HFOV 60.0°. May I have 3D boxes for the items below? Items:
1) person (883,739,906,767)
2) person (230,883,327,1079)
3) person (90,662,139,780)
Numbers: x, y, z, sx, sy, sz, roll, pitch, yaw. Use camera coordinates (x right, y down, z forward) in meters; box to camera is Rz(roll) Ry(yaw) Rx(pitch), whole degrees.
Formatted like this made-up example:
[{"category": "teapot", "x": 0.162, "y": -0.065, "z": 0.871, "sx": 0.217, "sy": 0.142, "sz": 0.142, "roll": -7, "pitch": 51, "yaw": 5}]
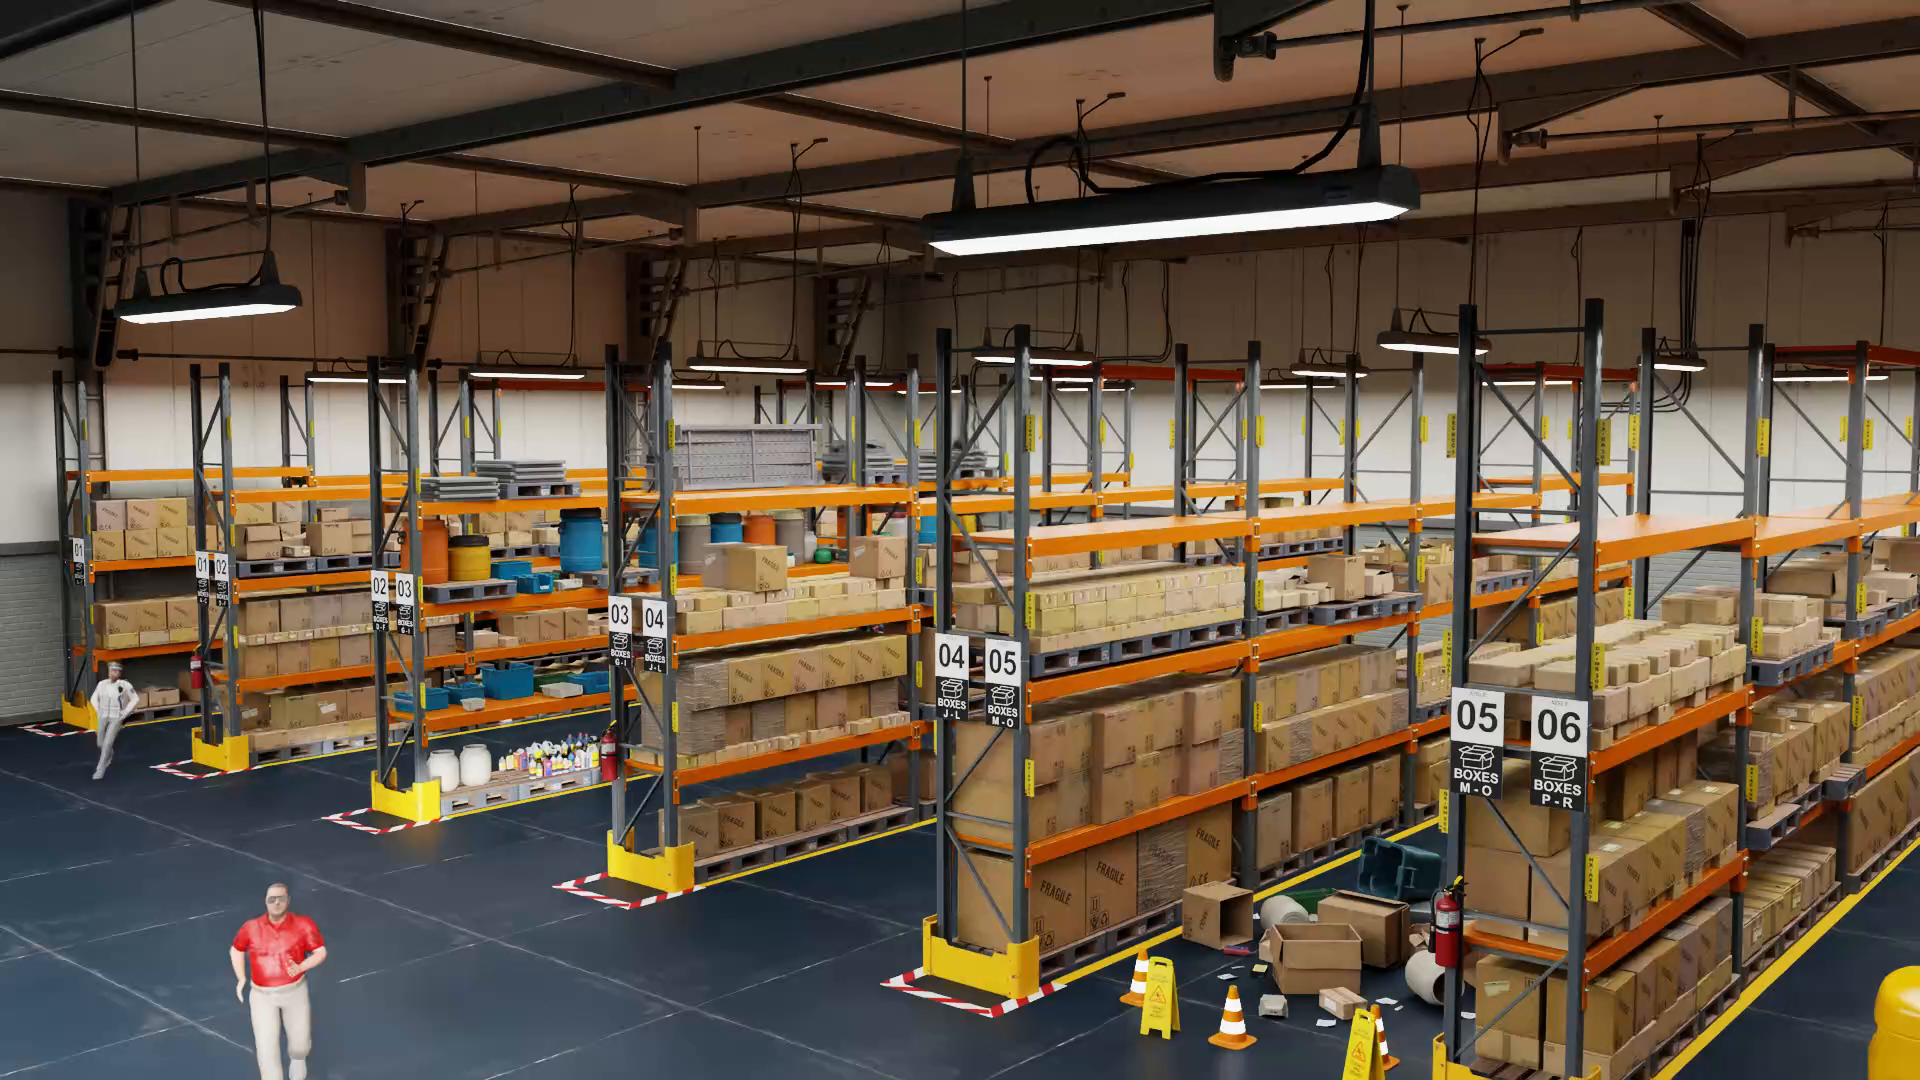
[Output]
[{"category": "person", "x": -0.937, "y": 2.564, "z": 24.145, "sx": 0.707, "sy": 1.802, "sz": 0.757, "roll": 4, "pitch": 6, "yaw": 44}, {"category": "person", "x": -5.083, "y": 3.410, "z": 12.423, "sx": 0.674, "sy": 1.697, "sz": 0.899, "roll": -2, "pitch": 4, "yaw": -21}, {"category": "person", "x": -12.325, "y": 2.591, "z": 24.244, "sx": 0.642, "sy": 1.677, "sz": 0.777, "roll": -1, "pitch": 4, "yaw": -10}]
